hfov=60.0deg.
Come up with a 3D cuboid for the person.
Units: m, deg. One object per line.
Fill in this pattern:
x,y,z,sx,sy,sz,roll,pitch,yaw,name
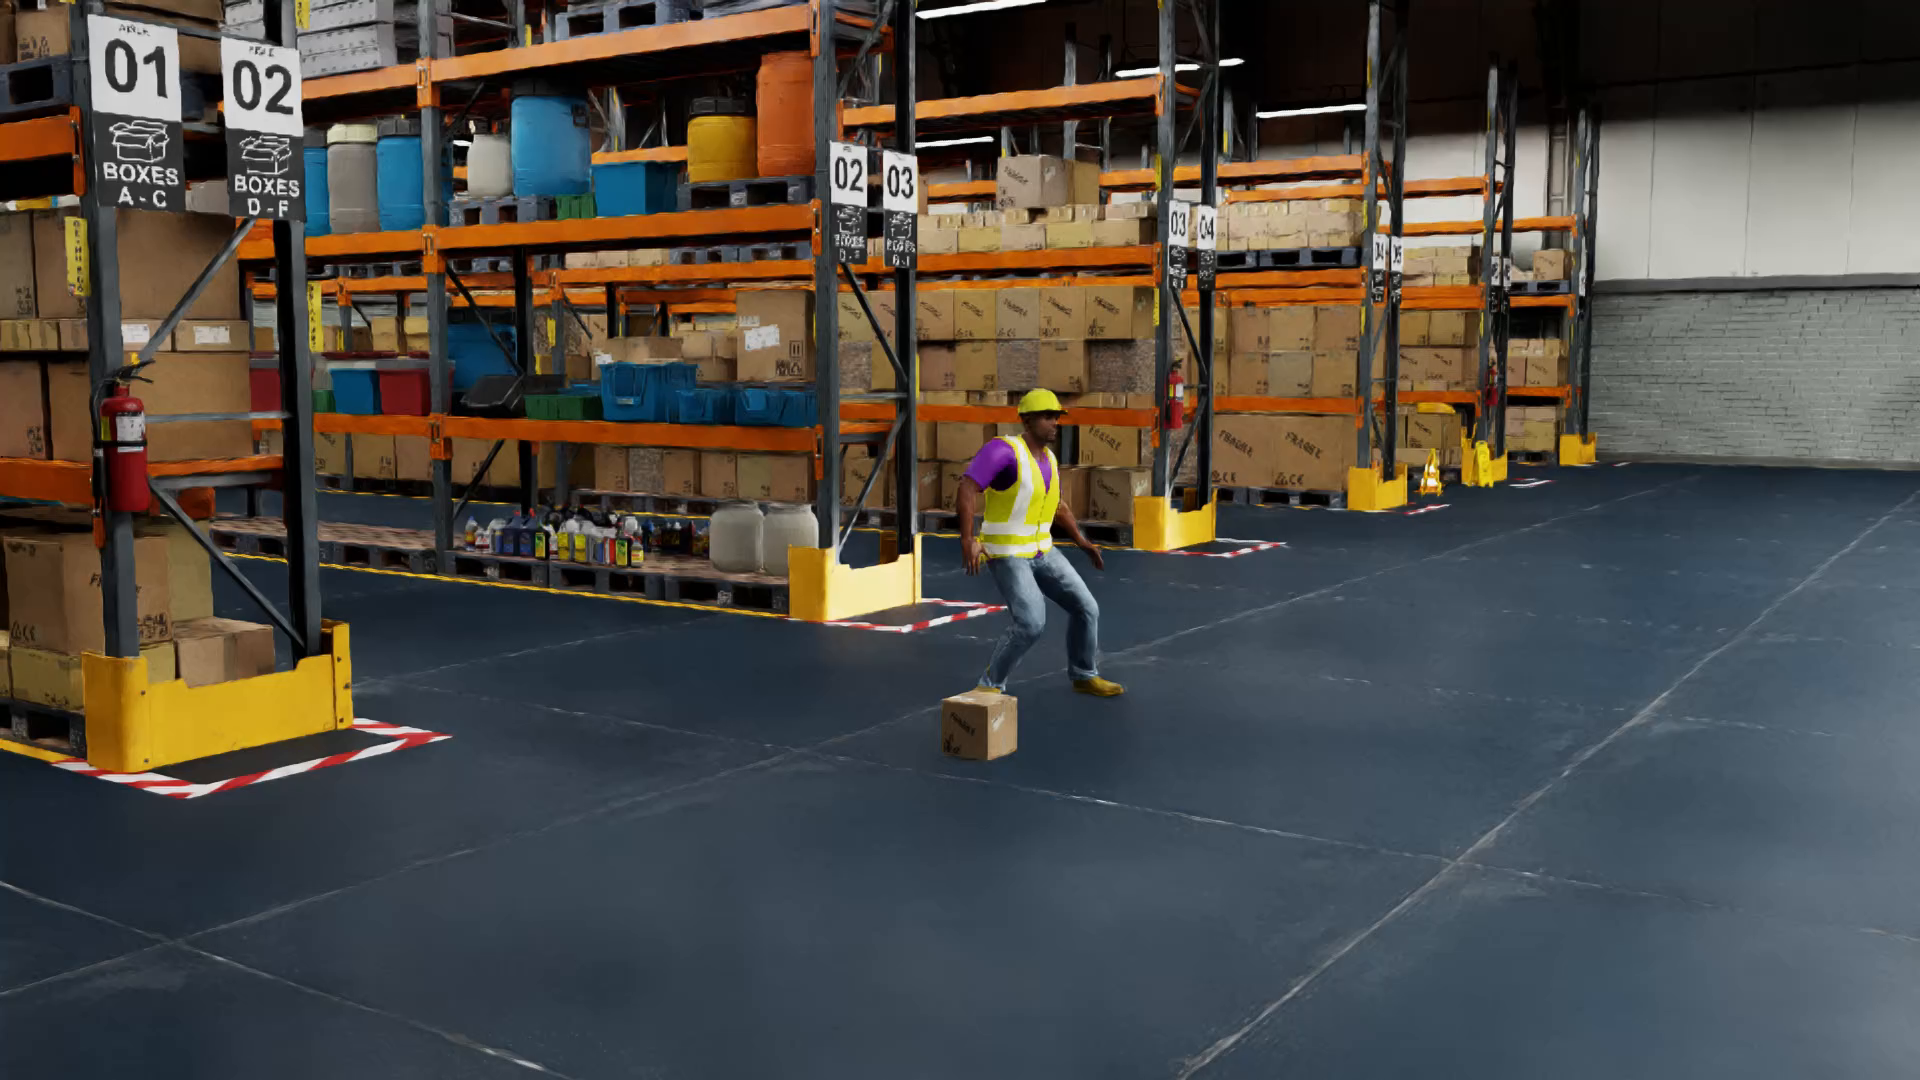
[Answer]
0.406,0.036,8.556,0.545,1.620,0.894,6,9,43,person
